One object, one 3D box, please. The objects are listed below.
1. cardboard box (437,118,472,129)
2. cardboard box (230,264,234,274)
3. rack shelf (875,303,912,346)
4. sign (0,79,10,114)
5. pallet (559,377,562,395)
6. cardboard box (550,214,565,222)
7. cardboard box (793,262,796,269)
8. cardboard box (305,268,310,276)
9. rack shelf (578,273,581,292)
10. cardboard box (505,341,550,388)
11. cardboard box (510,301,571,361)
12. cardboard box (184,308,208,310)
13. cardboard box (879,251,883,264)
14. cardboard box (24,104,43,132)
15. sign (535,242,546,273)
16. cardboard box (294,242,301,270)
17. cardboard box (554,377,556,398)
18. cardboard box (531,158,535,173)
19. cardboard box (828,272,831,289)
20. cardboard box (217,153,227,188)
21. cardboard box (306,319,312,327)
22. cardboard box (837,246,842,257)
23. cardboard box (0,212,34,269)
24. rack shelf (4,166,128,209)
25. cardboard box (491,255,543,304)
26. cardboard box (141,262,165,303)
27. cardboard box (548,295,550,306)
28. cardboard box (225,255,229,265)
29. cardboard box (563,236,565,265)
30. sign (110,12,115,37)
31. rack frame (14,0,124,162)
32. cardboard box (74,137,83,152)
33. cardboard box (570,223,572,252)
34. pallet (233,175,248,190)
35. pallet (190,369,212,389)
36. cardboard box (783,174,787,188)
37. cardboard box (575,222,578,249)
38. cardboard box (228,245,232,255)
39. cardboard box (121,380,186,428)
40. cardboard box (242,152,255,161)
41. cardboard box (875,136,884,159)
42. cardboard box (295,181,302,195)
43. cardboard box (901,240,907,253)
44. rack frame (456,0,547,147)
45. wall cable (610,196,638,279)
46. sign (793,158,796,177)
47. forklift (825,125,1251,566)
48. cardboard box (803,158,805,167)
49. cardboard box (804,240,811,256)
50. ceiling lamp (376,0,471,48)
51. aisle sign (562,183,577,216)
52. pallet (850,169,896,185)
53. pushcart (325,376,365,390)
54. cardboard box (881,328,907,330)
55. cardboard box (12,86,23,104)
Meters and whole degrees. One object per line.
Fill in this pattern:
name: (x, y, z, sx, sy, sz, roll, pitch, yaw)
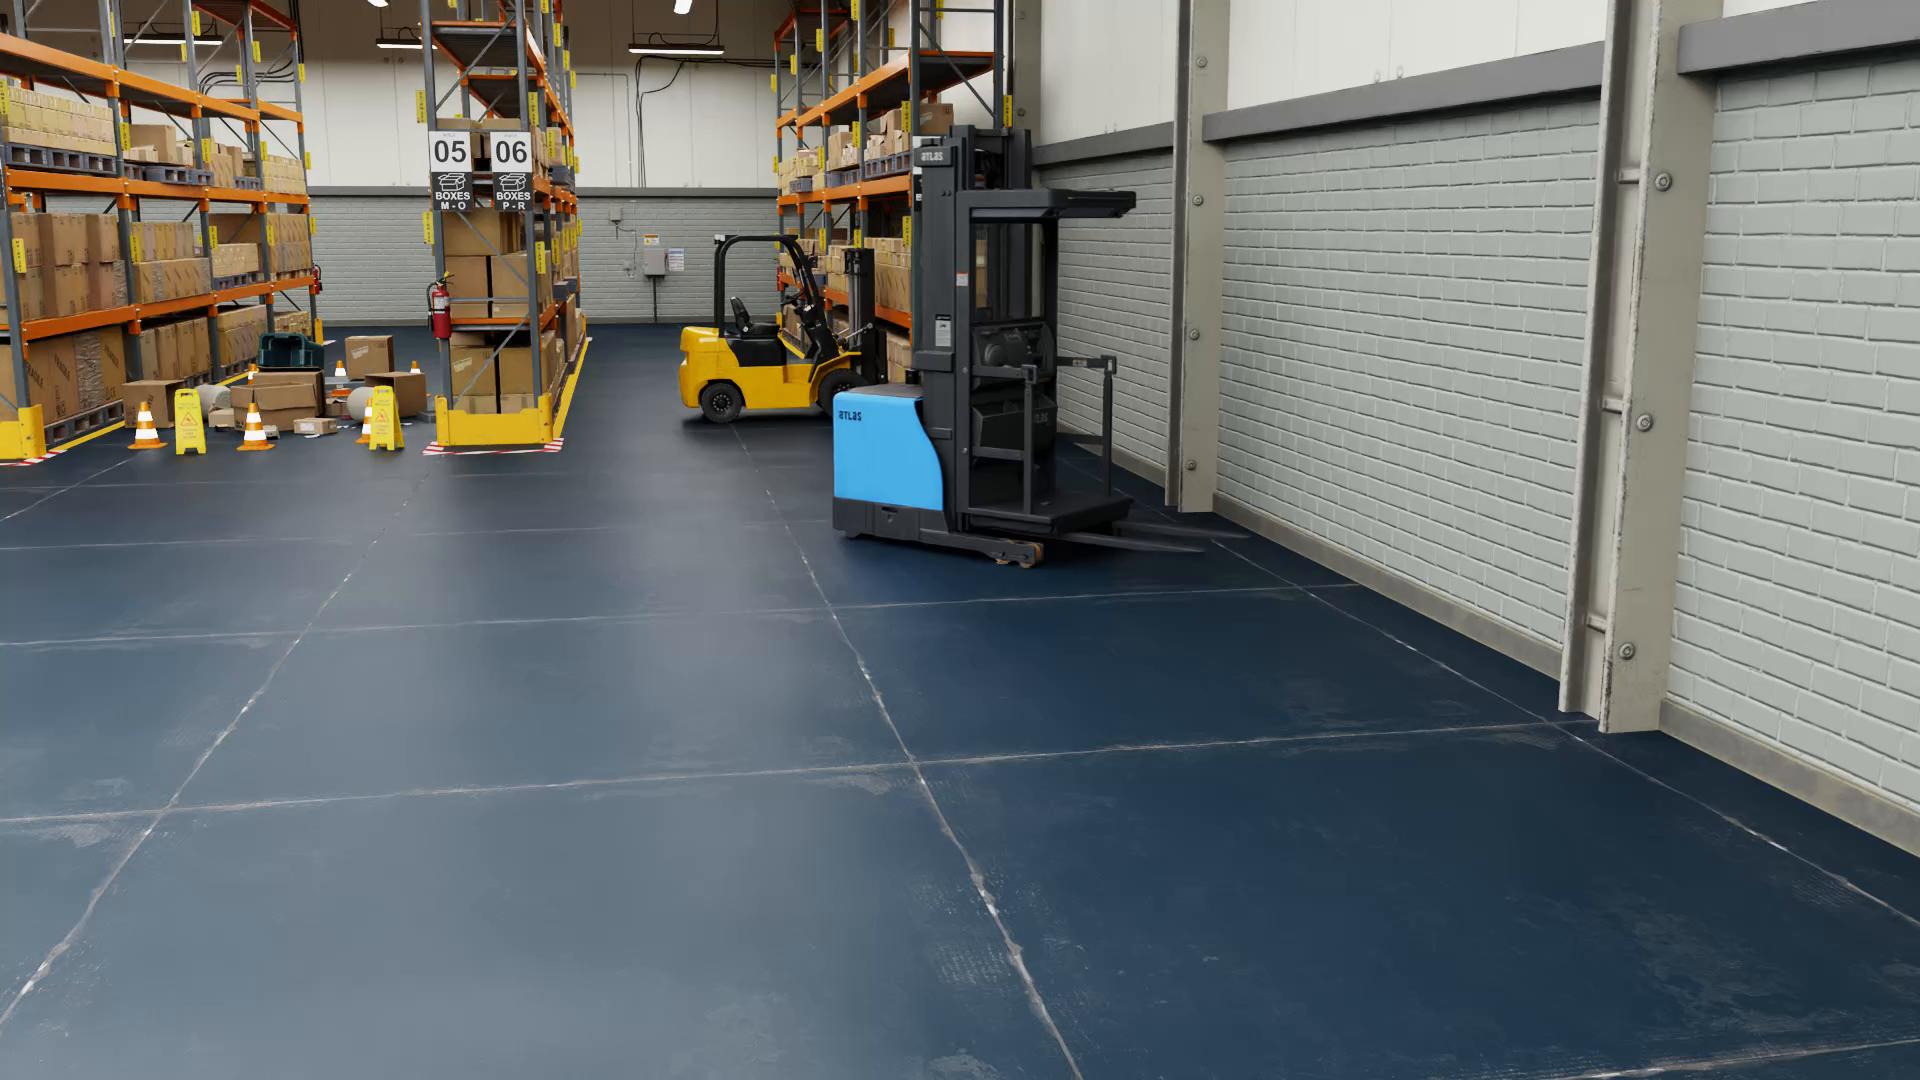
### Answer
cardboard box: (-5.259, -4.288, 17.217, 0.380, 0.149, 0.250, -2, 11, -10)
cardboard box: (-11.444, -4.178, 25.676, 0.380, 0.149, 0.250, -2, 11, -10)
rack shelf: (-0.424, -2.689, 20.226, 1.077, 0.370, 4.000, -2, 11, -11)
sign: (-9.193, -4.257, 15.967, 0.100, 0.325, 0.005, -2, 11, -11)
pallet: (-5.834, -2.001, 22.144, 1.003, 0.211, 1.213, -2, 11, -11)
cardboard box: (-7.044, -5.622, 29.033, 0.380, 0.149, 0.250, -2, 11, -12)
cardboard box: (-2.819, -5.125, 30.705, 0.500, 0.250, 0.500, -2, 11, -11)
cardboard box: (-12.510, -5.057, 31.417, 0.380, 0.149, 0.250, -2, 11, -11)
rack shelf: (-7.626, -4.709, 30.837, 1.077, 0.370, 4.000, -2, 11, -11)
cardboard box: (-4.900, -1.976, 18.783, 0.500, 0.500, 0.500, -3, 11, -13)
cardboard box: (-6.512, -3.254, 25.829, 0.875, 0.875, 0.875, -2, 11, -12)
cardboard box: (-11.988, -3.507, 26.156, 0.500, 0.250, 0.500, -2, 11, -9)
cardboard box: (-0.788, -3.473, 20.419, 0.380, 0.149, 0.250, -2, 11, -13)
cardboard box: (-9.681, -4.288, 16.896, 0.500, 0.250, 0.500, -2, 11, -12)
sign: (-4.371, -2.939, 17.302, 0.100, 0.325, 0.005, -2, 11, -11)
cardboard box: (-12.308, -5.165, 30.249, 0.500, 0.500, 0.500, -2, 11, -11)
cardboard box: (-5.095, -1.794, 19.831, 0.500, 0.250, 0.500, -2, 11, -10)
cardboard box: (-4.649, -3.917, 17.404, 0.380, 0.149, 0.250, -2, 11, -11)
cardboard box: (-1.744, -3.979, 25.480, 0.500, 0.250, 0.500, -2, 11, -11)
cardboard box: (-11.249, -5.492, 24.737, 0.500, 0.500, 0.500, -2, 11, -11)
cardboard box: (-12.468, -4.096, 31.399, 0.380, 0.149, 0.250, -2, 11, -13)
cardboard box: (-1.626, -4.299, 24.758, 0.380, 0.149, 0.250, -2, 11, -10)
cardboard box: (-9.773, -2.969, 16.486, 0.875, 0.550, 0.550, -2, 11, -11)
rack shelf: (-10.128, -3.783, 17.950, 1.077, 0.370, 4.000, -2, 11, -11)
cardboard box: (-4.723, -2.787, 17.752, 0.500, 0.500, 0.500, -2, 11, -12)
cardboard box: (-10.454, -3.277, 21.126, 0.500, 0.500, 0.500, -2, 11, -11)
cardboard box: (-5.119, -2.870, 19.927, 0.380, 0.149, 0.250, -2, 11, -12)
cardboard box: (-11.399, -4.279, 25.406, 0.380, 0.149, 0.250, -2, 11, -11)
cardboard box: (-6.098, -4.290, 24.527, 0.500, 0.500, 0.500, -2, 11, -13)
sign: (-11.825, -7.186, 23.176, 0.100, 0.325, 0.005, -2, 11, -11)
rack frame: (-10.517, -5.977, 19.530, 1.000, 3.000, 0.127, -2, 11, -11)
cardboard box: (-9.883, -4.346, 18.268, 0.380, 0.149, 0.250, -2, 11, -12)
cardboard box: (-6.904, -5.163, 28.357, 0.500, 0.500, 0.500, -2, 11, -9)
pallet: (-11.853, -5.571, 25.923, 1.213, 0.211, 1.003, -2, 11, -11)
pallet: (-11.216, -2.246, 23.432, 1.003, 0.211, 1.213, -2, 11, -11)
cardboard box: (-3.122, -6.878, 31.894, 0.500, 0.250, 0.500, -2, 11, -13)
cardboard box: (-7.557, -5.795, 31.677, 0.500, 0.500, 0.500, -2, 11, -11)
cardboard box: (-11.452, -4.471, 25.622, 0.380, 0.149, 0.250, -2, 11, -9)
cardboard box: (-9.208, -1.555, 19.024, 0.500, 0.500, 0.500, 0, 11, -1)
cardboard box: (-11.892, -6.400, 27.776, 0.380, 0.149, 0.250, -2, 11, -12)
cardboard box: (-0.822, -4.789, 20.281, 0.396, 0.266, 0.258, -2, 11, -12)
cardboard box: (-12.397, -6.463, 30.509, 0.500, 0.250, 0.500, -2, 11, -11)
cardboard box: (-0.467, -3.339, 18.917, 0.380, 0.149, 0.250, -2, 11, -10)
rack frame: (-5.681, -6.175, 20.573, 1.000, 3.000, 0.127, -2, 11, -11)
wall cable: (-7.746, -7.015, 38.313, 0.588, 1.984, 0.122, -2, 11, -11)
sign: (-2.900, -6.583, 29.355, 0.100, 0.325, 0.005, -2, 11, -11)
forklift: (0.525, -1.376, 11.587, 3.031, 2.935, 1.130, 7, 13, 32)
cardboard box: (-2.423, -6.324, 27.861, 0.380, 0.149, 0.250, -2, 11, -11)
cardboard box: (-2.241, -4.796, 27.982, 0.700, 0.500, 0.500, -2, 11, -11)
ceiling lamp: (-10.915, -11.648, 33.714, 2.000, 3.185, 0.800, -2, 11, -11)
aisle sign: (-7.725, -6.730, 32.583, 0.394, 0.787, 0.004, -2, 11, -11)
pallet: (-0.997, -4.950, 22.671, 0.805, 0.209, 1.217, -3, 11, -13)
pushcart: (-7.908, -1.848, 20.895, 1.648, 0.377, 0.936, -6, 13, -31)
cardboard box: (-0.937, -2.562, 21.189, 0.500, 0.250, 0.500, -2, 11, -11)
cardboard box: (-9.540, -4.412, 16.480, 0.380, 0.149, 0.250, -2, 11, -11)
